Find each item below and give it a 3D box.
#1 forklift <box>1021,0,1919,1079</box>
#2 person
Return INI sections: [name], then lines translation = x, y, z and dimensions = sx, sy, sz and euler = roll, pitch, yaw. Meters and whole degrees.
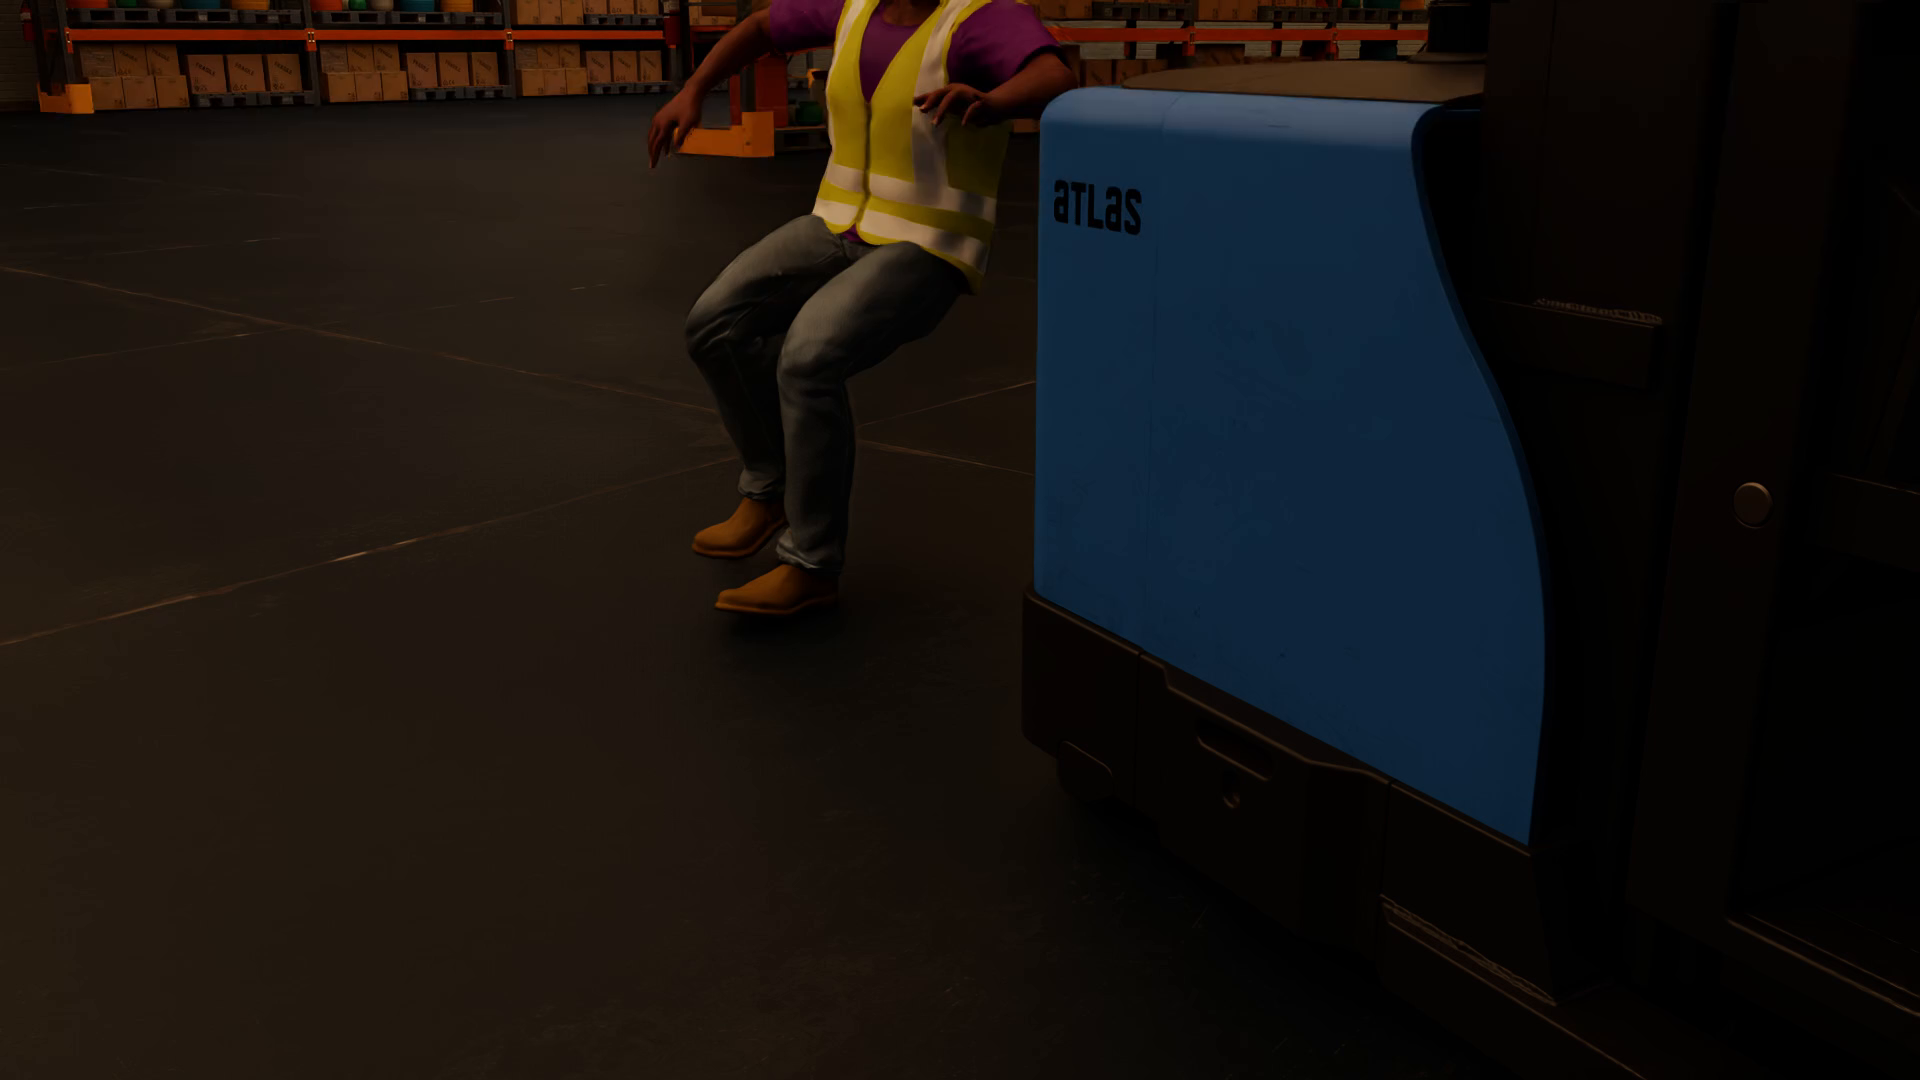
[forklift]
translation = 1.280, -0.737, 1.323
dimensions = 1.130, 2.935, 3.031
euler = -10, 19, -29
[person]
translation = -0.289, -0.653, 3.478
dimensions = 1.125, 1.533, 0.872
euler = 11, 20, 32
